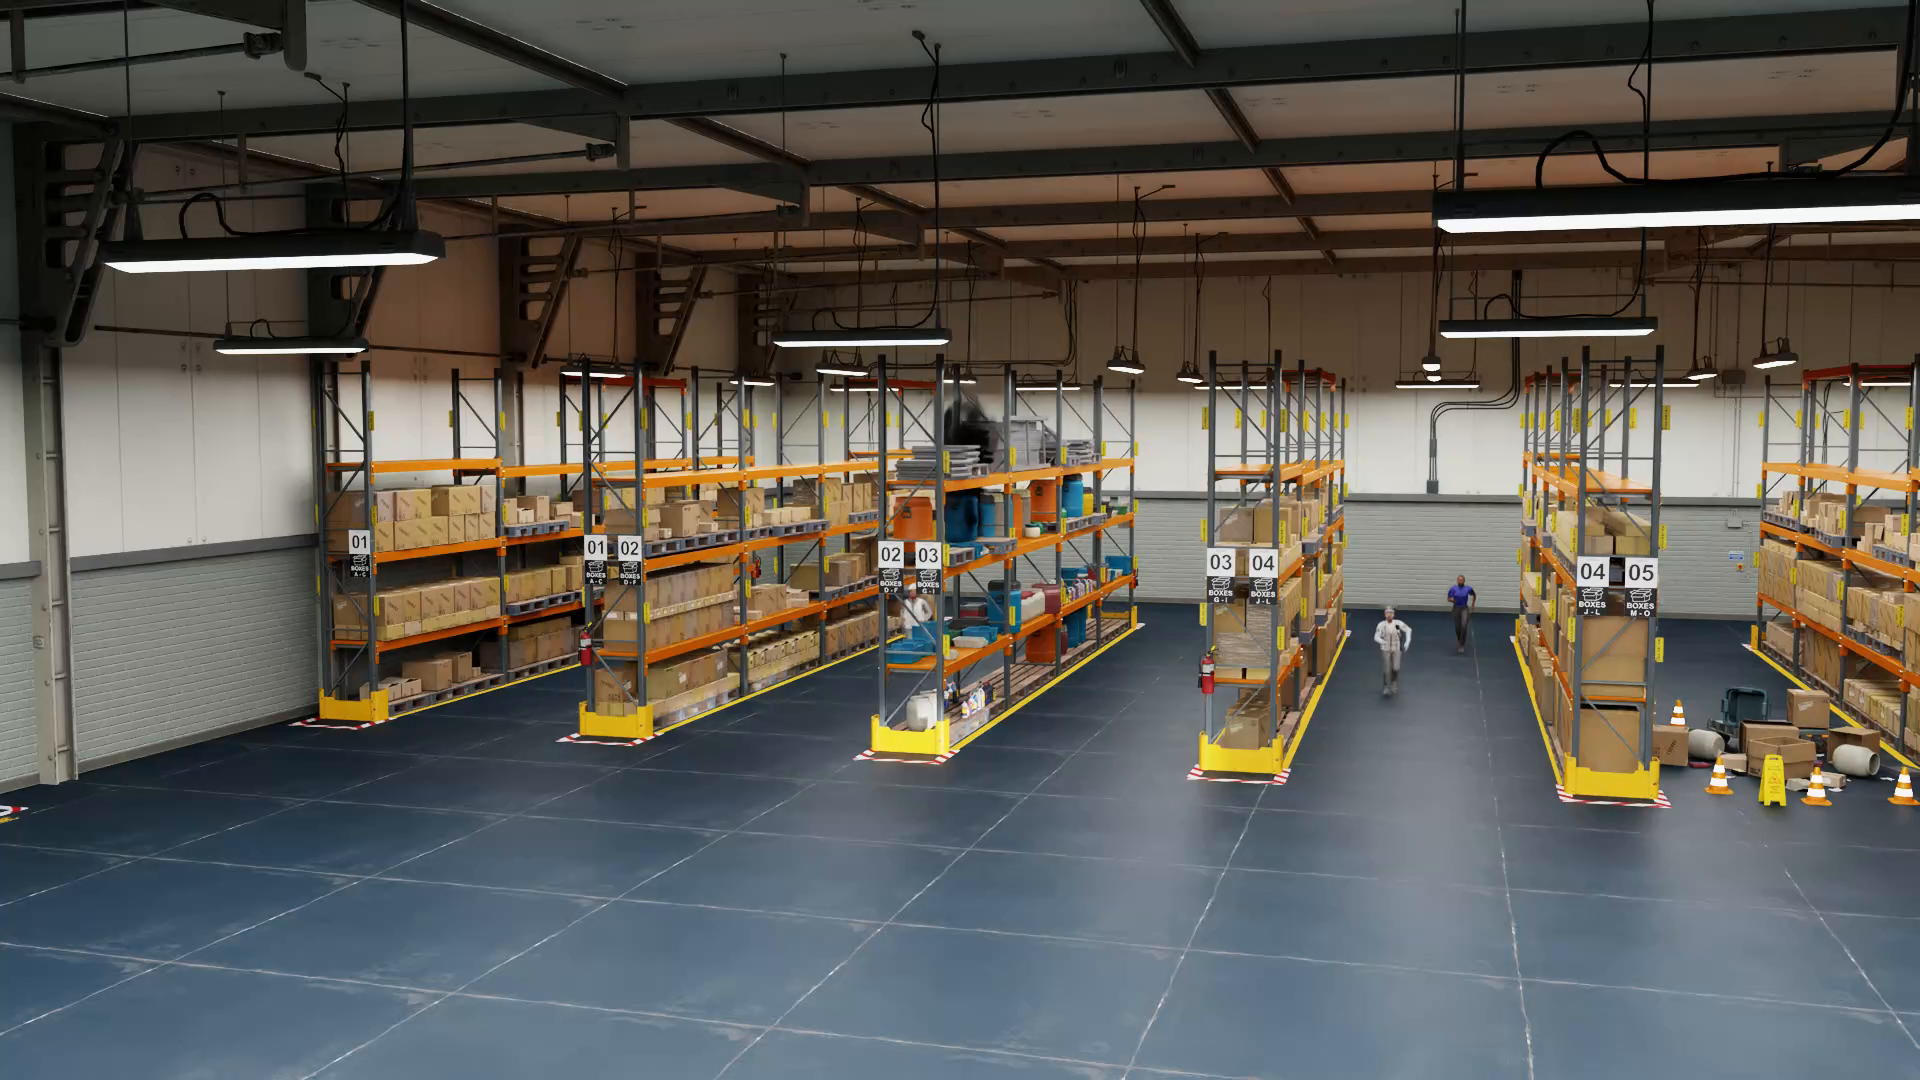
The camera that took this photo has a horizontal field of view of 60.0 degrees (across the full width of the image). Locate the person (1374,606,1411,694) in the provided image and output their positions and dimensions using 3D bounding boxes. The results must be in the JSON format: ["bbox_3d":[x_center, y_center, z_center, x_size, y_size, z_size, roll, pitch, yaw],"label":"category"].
[{"bbox_3d":[7.840,2.007,30.164,0.636,1.651,0.767,1,4,17],"label":"person"}]

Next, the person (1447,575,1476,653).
[{"bbox_3d":[10.937,1.597,36.318,0.599,1.691,0.903,2,4,23],"label":"person"}]

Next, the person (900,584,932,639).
[{"bbox_3d":[-0.924,1.751,33.292,0.635,1.727,0.564,1,4,14],"label":"person"}]
